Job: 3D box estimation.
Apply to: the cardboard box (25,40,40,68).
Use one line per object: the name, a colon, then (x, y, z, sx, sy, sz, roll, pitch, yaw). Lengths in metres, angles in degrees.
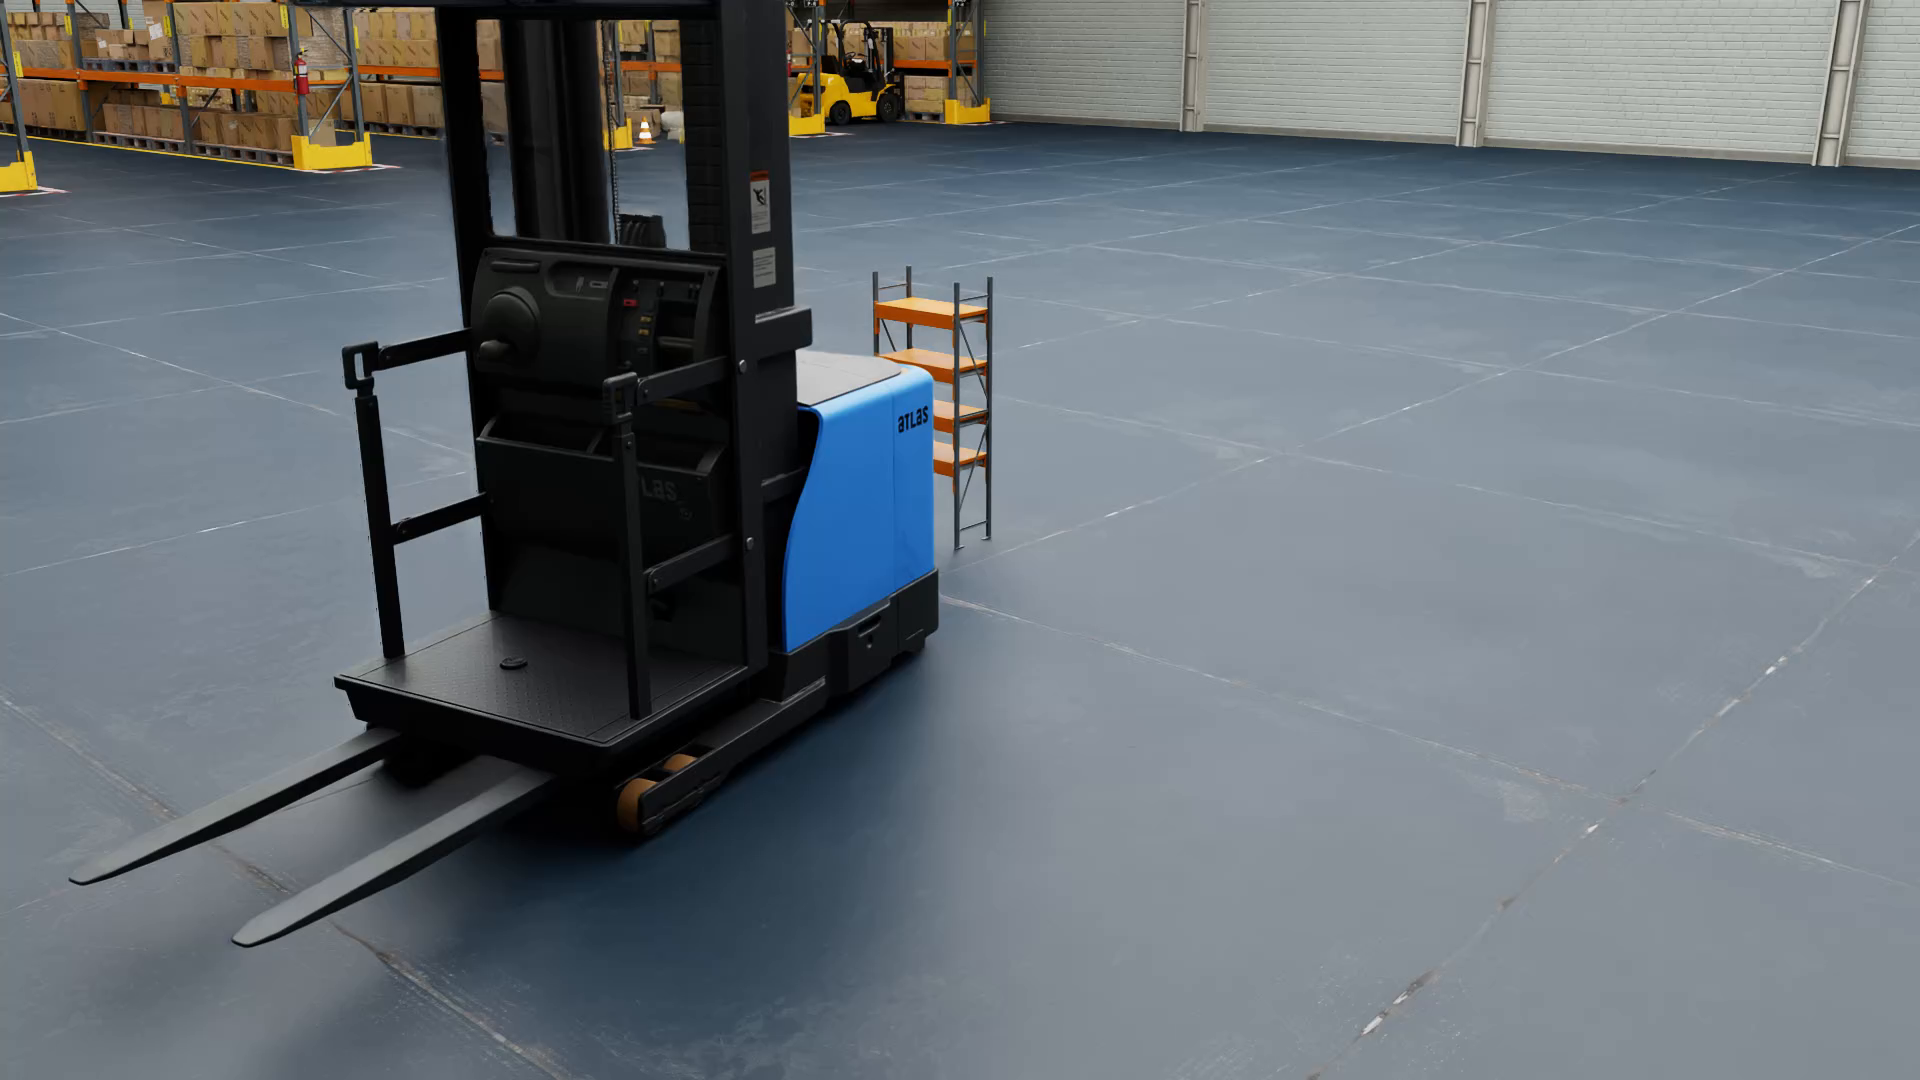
cardboard box: (-17.378, -9.248, 31.627, 0.500, 0.500, 0.500, 16, 23, 40)

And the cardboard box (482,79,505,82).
cardboard box: (-8.921, -8.194, 31.289, 0.875, 0.875, 0.875, 15, 23, 40)

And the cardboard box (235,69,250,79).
cardboard box: (-11.263, -7.411, 26.422, 0.250, 0.149, 0.380, 15, 23, 39)

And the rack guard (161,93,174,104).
rack guard: (-18.264, -10.351, 39.401, 0.348, 0.500, 1.175, 15, 23, 39)

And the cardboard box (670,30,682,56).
cardboard box: (-5.600, -10.231, 34.234, 0.500, 0.500, 0.500, 15, 23, 39)

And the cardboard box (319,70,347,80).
cardboard box: (-9.776, -7.235, 25.865, 0.250, 0.149, 0.380, 15, 23, 39)

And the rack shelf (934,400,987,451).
rack shelf: (-0.124, -0.541, 7.555, 0.480, 0.148, 0.258, 15, 23, 39)

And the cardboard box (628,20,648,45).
cardboard box: (-6.633, -10.719, 35.077, 0.500, 0.500, 0.500, 15, 23, 38)

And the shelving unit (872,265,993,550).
shelving unit: (-0.124, -0.605, 7.535, 0.503, 1.200, 0.258, 15, 23, 39)

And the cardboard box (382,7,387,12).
cardboard box: (-14.068, -13.134, 41.146, 0.250, 0.149, 0.380, 15, 23, 40)

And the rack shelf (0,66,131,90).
rack shelf: (-17.201, -8.908, 31.912, 4.000, 0.370, 1.077, 15, 23, 39)

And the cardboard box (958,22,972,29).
cardboard box: (0.039, -11.224, 36.289, 0.250, 0.149, 0.380, 14, 23, 38)

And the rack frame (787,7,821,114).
rack frame: (-3.143, -9.485, 32.541, 0.127, 3.000, 1.000, 15, 23, 39)

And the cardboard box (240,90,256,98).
cardboard box: (-15.768, -9.892, 36.858, 0.250, 0.149, 0.380, 16, 24, 41)

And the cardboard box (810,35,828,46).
cardboard box: (-3.380, -11.620, 38.688, 0.500, 0.250, 0.500, 14, 23, 38)

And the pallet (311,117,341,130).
pallet: (-12.920, -8.780, 34.927, 1.213, 0.211, 1.003, 15, 23, 39)

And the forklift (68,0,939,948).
forklift: (-1.231, -0.685, 4.925, 1.130, 2.935, 3.031, 9, 20, 27)

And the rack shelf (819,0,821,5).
rack shelf: (-4.339, -12.901, 39.533, 4.000, 0.370, 1.077, 15, 23, 39)

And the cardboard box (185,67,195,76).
cardboard box: (-12.574, -7.762, 27.527, 0.250, 0.149, 0.380, 15, 23, 39)

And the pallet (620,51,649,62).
pallet: (-6.610, -10.384, 35.688, 1.213, 0.211, 1.003, 15, 23, 39)

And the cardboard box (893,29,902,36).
cardboard box: (-1.272, -11.224, 36.783, 0.250, 0.149, 0.380, 15, 23, 40)

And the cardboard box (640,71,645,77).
cardboard box: (-8.063, -12.065, 43.036, 0.250, 0.149, 0.380, 15, 23, 38)

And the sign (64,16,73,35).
sign: (-16.071, -9.275, 29.965, 0.005, 0.325, 0.100, 15, 23, 39)

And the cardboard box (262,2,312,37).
cardboard box: (-10.297, -7.964, 25.437, 0.500, 0.500, 0.500, 15, 23, 39)

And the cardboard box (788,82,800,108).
cardboard box: (-3.581, -8.962, 33.502, 0.500, 0.500, 0.500, 14, 22, 37)

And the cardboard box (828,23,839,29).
cardboard box: (-2.802, -11.780, 38.041, 0.250, 0.149, 0.380, 16, 23, 40)

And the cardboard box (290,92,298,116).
cardboard box: (-13.795, -9.241, 35.208, 0.500, 0.500, 0.500, 14, 22, 37)

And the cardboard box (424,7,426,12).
cardboard box: (-12.685, -12.796, 40.081, 0.250, 0.149, 0.380, 16, 23, 41)

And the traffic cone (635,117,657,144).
traffic cone: (-5.808, -7.564, 30.680, 0.334, 0.463, 0.336, 15, 23, 39)

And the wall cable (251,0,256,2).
wall cable: (-19.343, -14.324, 46.056, 0.123, 1.953, 0.585, 15, 23, 39)

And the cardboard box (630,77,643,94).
cardboard box: (-8.209, -11.775, 43.192, 0.500, 0.500, 0.500, 15, 23, 39)

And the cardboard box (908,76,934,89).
cardboard box: (-0.789, -10.098, 36.671, 0.500, 0.250, 0.500, 16, 23, 40)

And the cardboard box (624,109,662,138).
cardboard box: (-6.138, -8.075, 32.225, 0.637, 0.503, 0.797, 0, 18, 2)

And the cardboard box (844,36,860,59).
cardboard box: (-2.284, -11.211, 37.813, 0.500, 0.500, 0.500, 16, 23, 40)

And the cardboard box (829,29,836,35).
cardboard box: (-2.779, -11.646, 38.110, 0.250, 0.149, 0.380, 15, 23, 38)

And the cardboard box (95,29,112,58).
cardboard box: (-15.274, -8.998, 30.146, 0.500, 0.500, 0.500, 12, 21, 33)

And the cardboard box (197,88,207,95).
cardboard box: (-17.157, -10.241, 37.957, 0.250, 0.149, 0.380, 15, 23, 40)

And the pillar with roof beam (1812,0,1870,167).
pillar with roof beam: (10.831, -9.224, 21.801, 0.400, 9.000, 9.100, 15, 23, 39)

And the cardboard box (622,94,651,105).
cardboard box: (-7.069, -9.485, 36.188, 0.950, 0.372, 0.625, -17, 24, -42)

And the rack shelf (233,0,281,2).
rack shelf: (-13.833, -11.440, 34.930, 4.000, 0.370, 1.077, 15, 23, 39)

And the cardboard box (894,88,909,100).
cardboard box: (-1.191, -9.966, 37.081, 0.500, 0.250, 0.500, 14, 23, 38)

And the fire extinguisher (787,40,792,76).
fire extinguisher: (-3.364, -9.321, 32.152, 0.183, 0.674, 0.296, 15, 23, 39)

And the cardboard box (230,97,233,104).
cardboard box: (-15.986, -9.781, 36.998, 0.250, 0.149, 0.380, 14, 22, 37)

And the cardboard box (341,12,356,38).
cardboard box: (-12.008, -10.383, 33.552, 0.500, 0.500, 0.700, 15, 23, 39)

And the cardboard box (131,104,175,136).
cardboard box: (-14.338, -7.517, 29.744, 0.700, 0.500, 0.500, -16, 24, -41)

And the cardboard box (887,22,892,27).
cardboard box: (-1.410, -11.439, 36.967, 0.250, 0.149, 0.380, 15, 23, 40)

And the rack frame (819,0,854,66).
rack frame: (-2.843, -11.412, 38.613, 0.127, 3.000, 1.000, 15, 23, 39)

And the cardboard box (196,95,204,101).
cardboard box: (-17.308, -10.173, 38.234, 0.250, 0.149, 0.380, 14, 22, 37)

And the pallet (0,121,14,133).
pallet: (-19.213, -8.494, 34.027, 1.213, 0.211, 1.003, 15, 23, 39)

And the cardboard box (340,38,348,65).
cardboard box: (-12.180, -9.848, 33.518, 0.500, 0.500, 0.500, 15, 23, 40)

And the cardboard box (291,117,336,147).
cardboard box: (-10.177, -6.381, 26.198, 0.500, 0.500, 0.500, -13, 22, -36)

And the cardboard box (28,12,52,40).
cardboard box: (-17.232, -9.790, 31.679, 0.637, 0.503, 0.797, 16, 24, 41)

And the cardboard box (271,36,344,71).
cardboard box: (-10.114, -7.549, 25.784, 0.500, 0.500, 0.875, 15, 23, 39)
